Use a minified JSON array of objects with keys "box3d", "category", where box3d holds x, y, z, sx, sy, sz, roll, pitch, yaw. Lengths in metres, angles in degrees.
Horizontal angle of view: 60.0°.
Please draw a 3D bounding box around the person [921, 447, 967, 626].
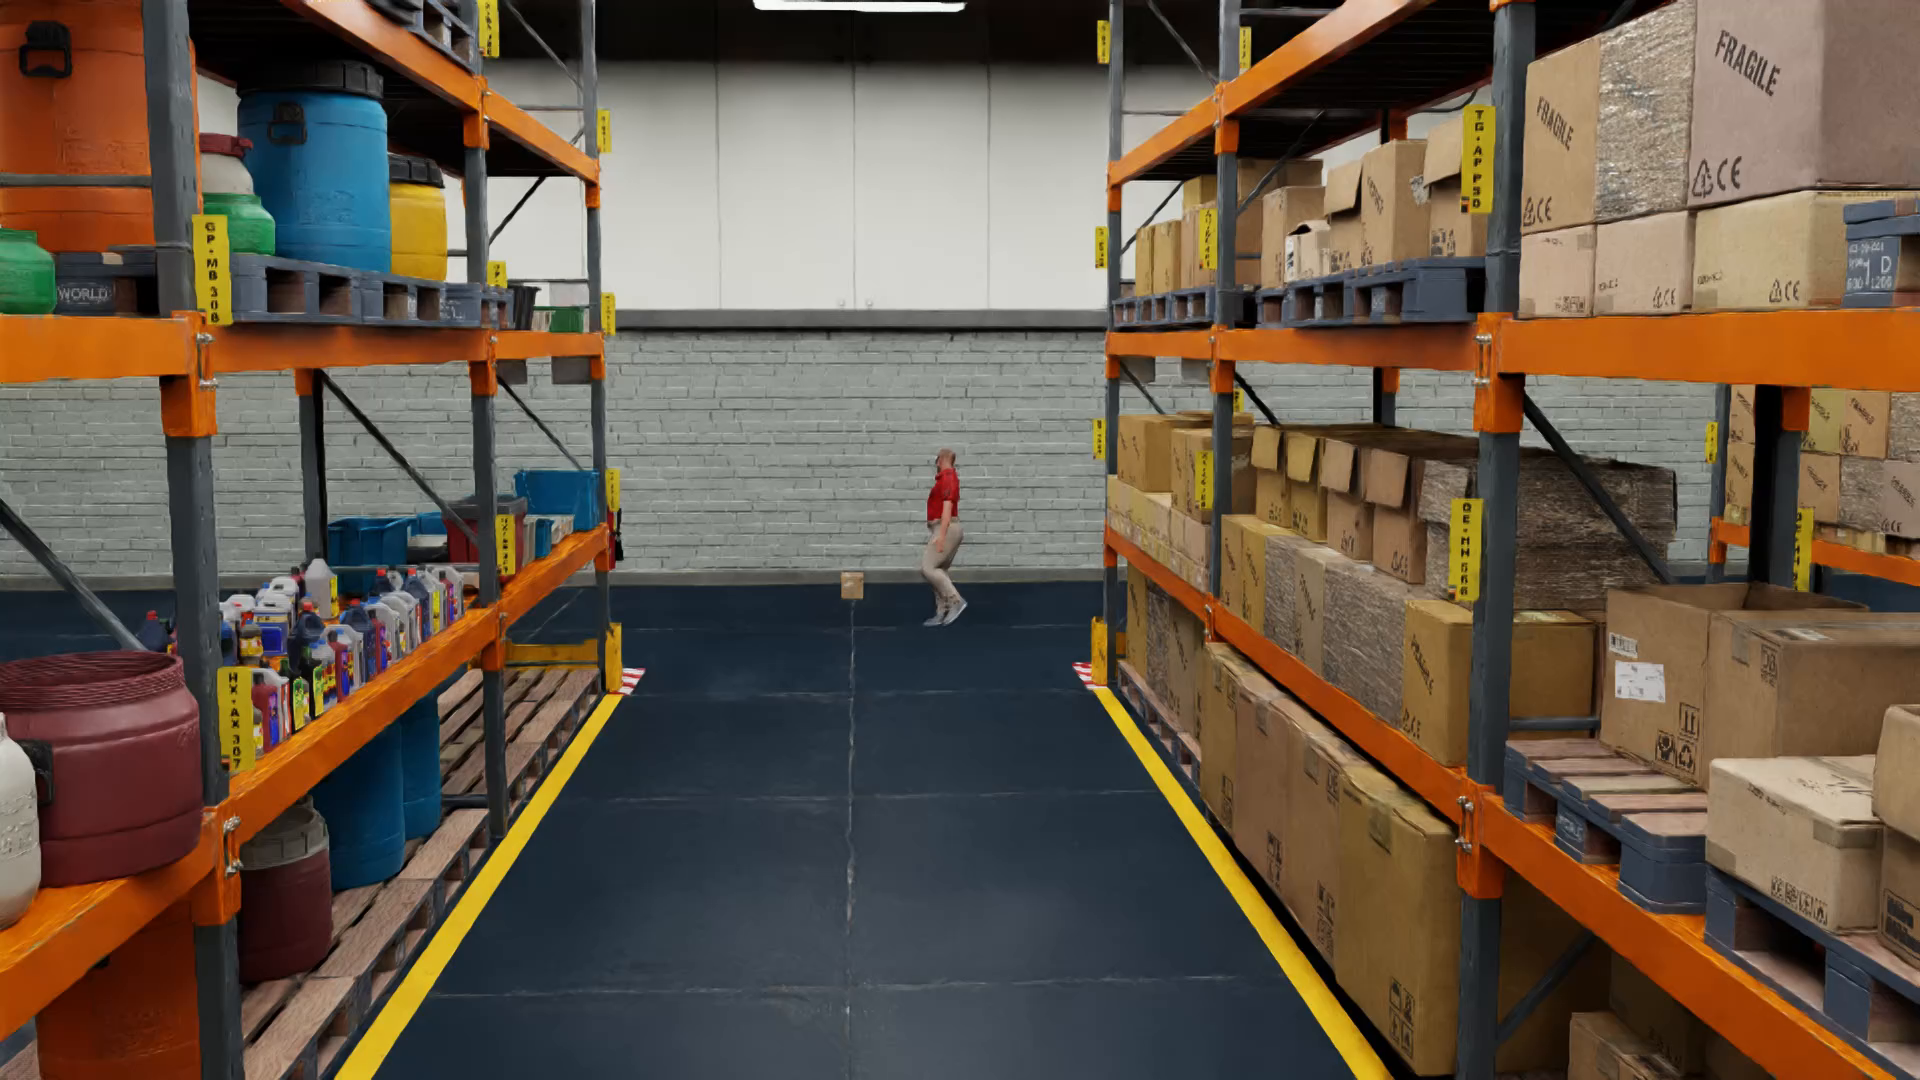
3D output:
[{"box3d":[-0.168,-0.035,16.199,0.450,1.717,0.699,-1,7,-4],"category":"person"}]
